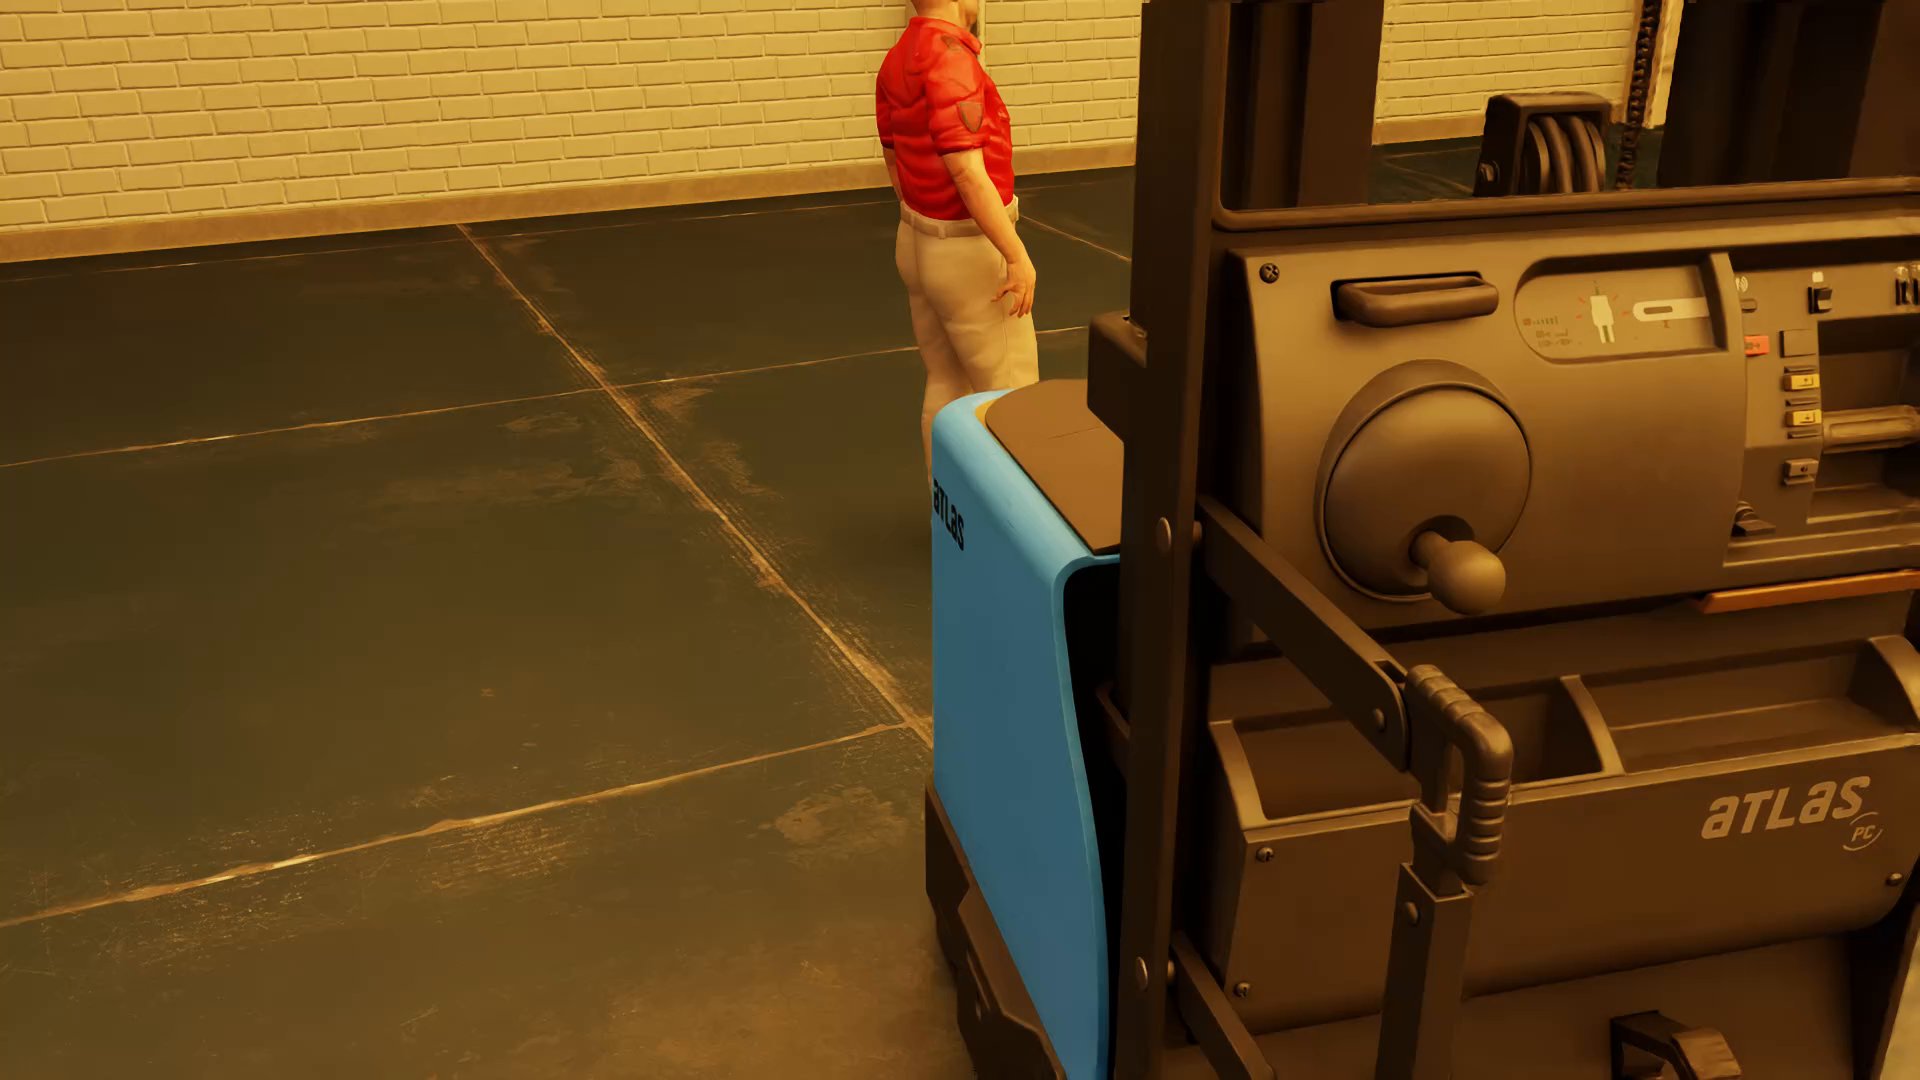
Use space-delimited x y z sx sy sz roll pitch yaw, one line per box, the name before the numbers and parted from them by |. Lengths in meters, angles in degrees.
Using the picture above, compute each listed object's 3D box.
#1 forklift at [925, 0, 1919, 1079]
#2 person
forklift | 0.793 -0.120 1.575 1.130 2.935 3.031 -6 23 -13
person | 0.086 -0.815 4.797 0.551 1.727 0.640 -10 25 -23
